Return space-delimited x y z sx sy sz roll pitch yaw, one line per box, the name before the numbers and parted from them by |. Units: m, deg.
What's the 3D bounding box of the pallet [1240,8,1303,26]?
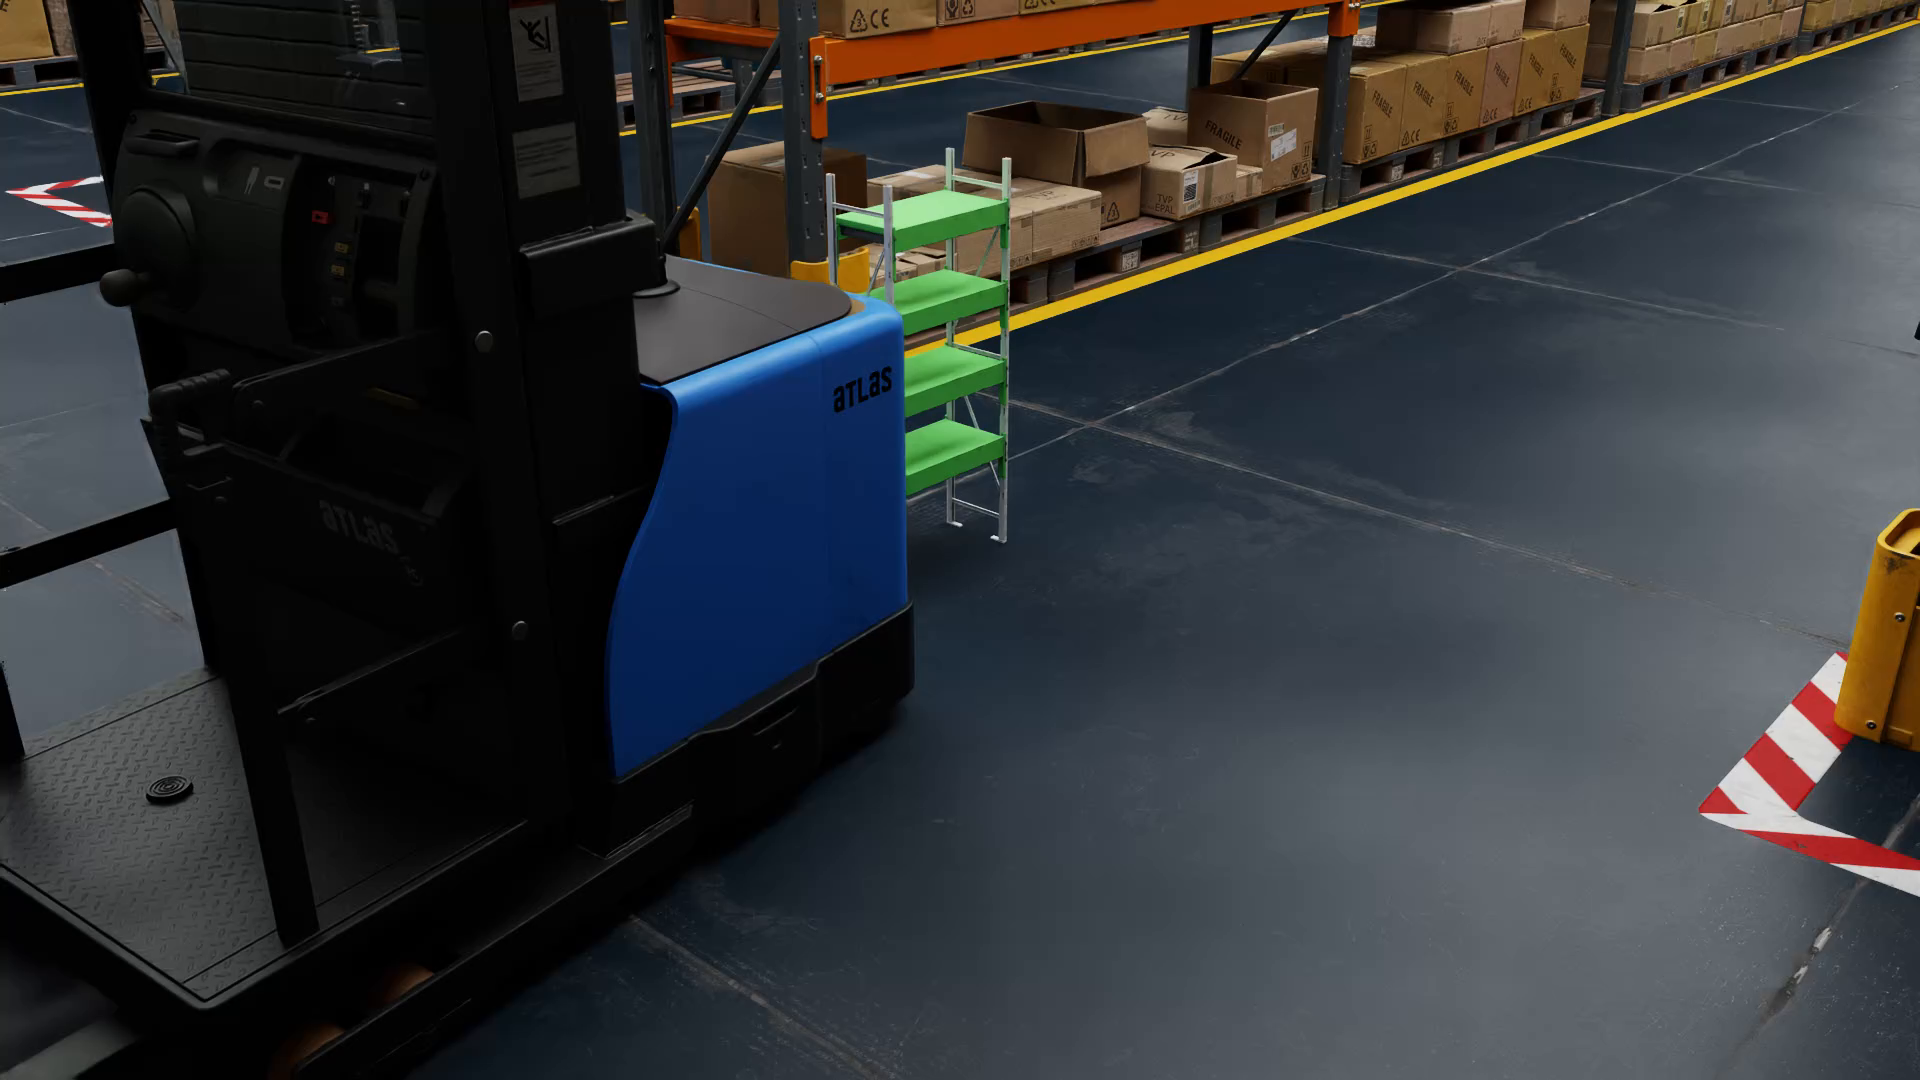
pallet | 2.892 -5.638 17.567 1.003 0.211 1.213 20 31 38

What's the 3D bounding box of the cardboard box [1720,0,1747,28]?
cardboard box | 6.001 -4.334 13.413 0.500 0.311 0.500 20 31 37

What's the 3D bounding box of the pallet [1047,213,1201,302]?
pallet | 0.461 -1.515 8.370 1.003 0.211 1.213 20 31 38

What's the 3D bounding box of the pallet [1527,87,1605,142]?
pallet | 3.877 -3.099 11.903 1.003 0.211 1.213 20 31 38

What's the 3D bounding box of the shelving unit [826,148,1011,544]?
shelving unit | -0.110 -0.497 4.892 0.258 1.200 0.503 20 31 38

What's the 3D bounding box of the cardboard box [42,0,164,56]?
cardboard box | -7.335 -4.573 13.867 0.875 0.875 0.875 20 31 38

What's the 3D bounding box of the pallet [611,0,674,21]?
pallet | -3.553 -5.802 17.933 1.003 0.211 1.213 20 31 38

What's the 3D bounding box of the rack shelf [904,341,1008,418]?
rack shelf | -0.110 -0.439 4.918 0.258 0.148 0.480 20 31 38

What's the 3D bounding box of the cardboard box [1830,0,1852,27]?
cardboard box | 7.946 -4.953 15.479 0.500 0.250 0.500 20 31 38

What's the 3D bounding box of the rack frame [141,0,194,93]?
rack frame | -4.622 -3.504 9.400 1.000 3.000 0.127 20 31 38

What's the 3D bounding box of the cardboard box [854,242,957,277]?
cardboard box | -0.233 -1.169 7.115 0.380 0.166 0.250 20 31 38

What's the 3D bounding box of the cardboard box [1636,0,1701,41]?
cardboard box | 5.316 -4.023 12.718 0.500 0.311 0.500 19 31 36

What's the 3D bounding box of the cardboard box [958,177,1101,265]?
cardboard box | 0.306 -1.490 7.729 0.500 0.250 0.500 20 31 38

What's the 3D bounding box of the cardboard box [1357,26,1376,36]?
cardboard box | 2.859 -3.115 11.048 0.500 0.500 0.500 19 30 36

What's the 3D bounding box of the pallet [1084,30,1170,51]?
pallet | 1.264 -4.895 15.909 1.003 0.211 1.213 20 31 38

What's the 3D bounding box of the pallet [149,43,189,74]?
pallet | -7.020 -4.219 14.403 1.003 0.211 1.213 20 31 38

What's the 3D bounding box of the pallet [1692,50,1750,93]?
pallet | 5.797 -3.926 13.748 1.003 0.211 1.213 20 31 38

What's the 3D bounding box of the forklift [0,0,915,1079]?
forklift | -1.382 -0.536 2.863 1.130 2.935 3.031 16 29 32

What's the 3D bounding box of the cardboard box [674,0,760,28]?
cardboard box | -0.839 -2.407 6.830 0.500 0.500 0.500 21 32 39

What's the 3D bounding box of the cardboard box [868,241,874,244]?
cardboard box | -0.419 -1.390 7.610 0.380 0.166 0.250 20 31 38

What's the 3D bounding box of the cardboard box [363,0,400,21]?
cardboard box | -5.228 -5.498 15.930 1.225 0.875 0.875 20 31 38

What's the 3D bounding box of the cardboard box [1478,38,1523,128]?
cardboard box | 3.263 -2.980 10.748 0.500 0.500 0.500 19 30 36

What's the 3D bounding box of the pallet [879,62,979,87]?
pallet | -0.592 -4.048 14.020 1.003 0.211 1.213 20 31 38

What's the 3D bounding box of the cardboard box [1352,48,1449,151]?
cardboard box | 2.586 -2.676 10.070 0.500 0.500 0.500 21 31 38

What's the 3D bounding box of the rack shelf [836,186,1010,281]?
rack shelf | -0.110 -0.877 4.722 0.258 0.148 0.480 20 31 38

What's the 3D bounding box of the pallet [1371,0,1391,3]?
pallet | 4.681 -6.455 19.388 1.003 0.211 1.213 20 31 38

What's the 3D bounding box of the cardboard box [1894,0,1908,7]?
cardboard box | 9.280 -5.563 16.838 0.500 0.250 0.500 20 31 38

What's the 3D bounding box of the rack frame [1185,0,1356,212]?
rack frame | 1.734 -3.370 9.099 1.000 3.000 0.127 20 31 38

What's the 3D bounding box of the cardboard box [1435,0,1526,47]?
cardboard box | 3.240 -3.310 10.568 0.500 0.250 0.500 19 31 37

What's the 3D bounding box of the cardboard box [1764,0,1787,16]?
cardboard box | 6.674 -4.638 14.090 0.500 0.311 0.500 21 32 39

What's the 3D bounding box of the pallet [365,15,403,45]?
pallet | -5.182 -5.059 16.275 1.003 0.211 1.213 20 31 38

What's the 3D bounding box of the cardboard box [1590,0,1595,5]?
cardboard box | 4.570 -4.008 12.685 0.500 0.311 0.500 21 32 39

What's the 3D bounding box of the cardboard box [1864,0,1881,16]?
cardboard box | 8.613 -5.258 16.159 0.500 0.250 0.500 20 31 38

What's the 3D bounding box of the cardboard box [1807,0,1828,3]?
cardboard box | 7.616 -5.142 14.982 0.500 0.500 0.500 20 31 38

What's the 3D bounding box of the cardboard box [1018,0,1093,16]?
cardboard box | 0.235 -2.570 7.194 0.500 0.500 0.500 20 31 37

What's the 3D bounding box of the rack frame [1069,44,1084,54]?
rack frame | 0.718 -5.942 14.836 1.000 3.000 0.127 20 31 38

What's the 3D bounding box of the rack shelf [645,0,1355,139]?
rack shelf | 0.399 -2.432 7.887 1.077 0.370 4.000 20 31 38

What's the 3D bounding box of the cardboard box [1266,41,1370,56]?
cardboard box | 2.186 -2.807 10.361 0.500 0.500 0.500 20 31 38

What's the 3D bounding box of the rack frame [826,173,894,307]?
rack frame | -0.273 -0.423 4.726 0.240 1.200 0.015 20 31 38

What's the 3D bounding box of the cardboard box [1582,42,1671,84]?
cardboard box | 4.972 -3.605 12.470 0.500 0.250 0.500 20 31 37

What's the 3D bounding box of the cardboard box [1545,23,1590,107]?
cardboard box | 3.954 -3.299 11.460 0.500 0.500 0.500 22 32 39

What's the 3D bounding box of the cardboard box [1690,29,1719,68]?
cardboard box | 5.649 -3.918 13.169 0.500 0.250 0.500 19 30 36

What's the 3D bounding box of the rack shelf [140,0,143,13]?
rack shelf | -3.287 -3.786 10.906 1.077 0.370 4.000 20 31 38

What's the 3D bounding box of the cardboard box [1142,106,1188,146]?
cardboard box | 1.293 -2.275 9.405 0.500 0.311 0.500 20 31 38

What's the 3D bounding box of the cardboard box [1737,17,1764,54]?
cardboard box | 6.333 -4.229 13.863 0.500 0.250 0.500 21 32 39

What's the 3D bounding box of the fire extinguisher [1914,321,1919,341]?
fire extinguisher | 2.312 -0.674 3.637 0.296 0.674 0.183 20 31 38

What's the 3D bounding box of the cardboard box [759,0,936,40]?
cardboard box | -0.443 -2.260 6.501 0.500 0.500 0.500 21 32 39

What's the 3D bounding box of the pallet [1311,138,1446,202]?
pallet | 2.249 -2.355 10.245 1.003 0.211 1.213 20 31 38

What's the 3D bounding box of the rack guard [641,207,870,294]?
rack guard | -0.885 -1.033 6.944 1.175 0.500 0.348 20 31 38

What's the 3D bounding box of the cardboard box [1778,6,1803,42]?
cardboard box | 7.013 -4.538 14.553 0.500 0.250 0.500 20 31 37

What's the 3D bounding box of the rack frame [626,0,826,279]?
rack frame | -0.935 -2.151 6.381 1.000 3.000 0.127 20 31 38

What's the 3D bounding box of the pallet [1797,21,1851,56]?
pallet | 7.635 -4.765 15.620 1.003 0.211 1.213 20 31 38

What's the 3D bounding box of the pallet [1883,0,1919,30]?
pallet | 9.264 -5.509 17.278 1.003 0.211 1.213 20 31 38

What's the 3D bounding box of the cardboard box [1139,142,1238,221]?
cardboard box | 1.065 -1.864 8.489 0.500 0.311 0.500 20 31 38

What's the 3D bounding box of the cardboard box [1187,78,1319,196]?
cardboard box | 1.565 -2.179 8.960 0.500 0.500 0.500 20 31 38

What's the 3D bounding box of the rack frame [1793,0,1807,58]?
rack frame | 7.073 -5.807 14.535 1.000 3.000 0.127 20 31 38
